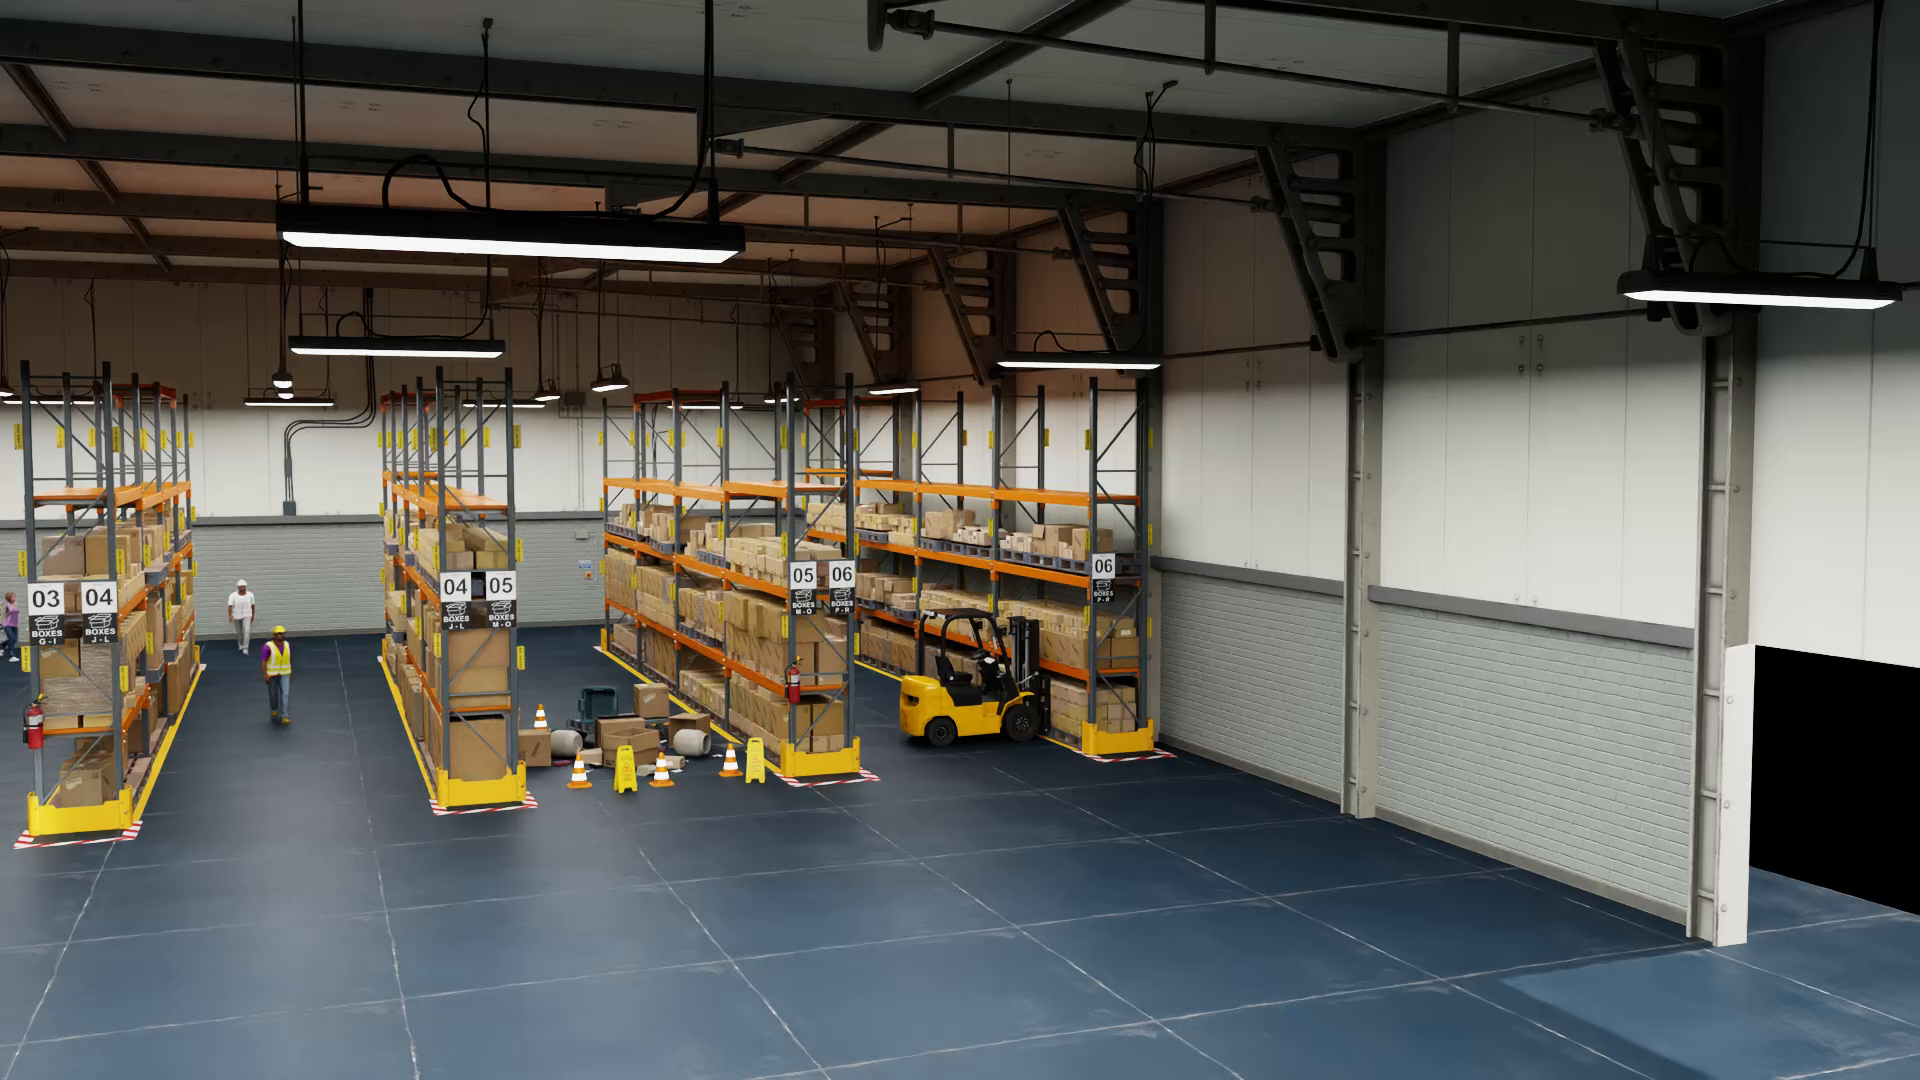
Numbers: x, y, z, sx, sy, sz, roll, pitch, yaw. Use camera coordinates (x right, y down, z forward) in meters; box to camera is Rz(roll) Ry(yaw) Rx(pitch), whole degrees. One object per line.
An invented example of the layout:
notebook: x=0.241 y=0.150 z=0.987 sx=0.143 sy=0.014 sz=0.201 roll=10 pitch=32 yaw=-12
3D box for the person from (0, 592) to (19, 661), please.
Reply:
person: x=-21.521 y=1.950 z=37.579 sx=0.717 sy=1.558 sz=0.422 roll=1 pitch=4 yaw=13

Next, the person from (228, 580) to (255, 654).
person: x=-16.801 y=1.790 z=38.868 sx=0.564 sy=1.704 sz=1.077 roll=-1 pitch=4 yaw=-19

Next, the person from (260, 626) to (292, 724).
person: x=-12.068 y=2.373 z=29.372 sx=0.532 sy=1.714 sz=1.093 roll=-2 pitch=4 yaw=-25

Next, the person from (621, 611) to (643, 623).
person: x=-8.213 y=1.628 z=41.471 sx=0.923 sy=1.751 sz=0.603 roll=-3 pitch=5 yaw=-44
